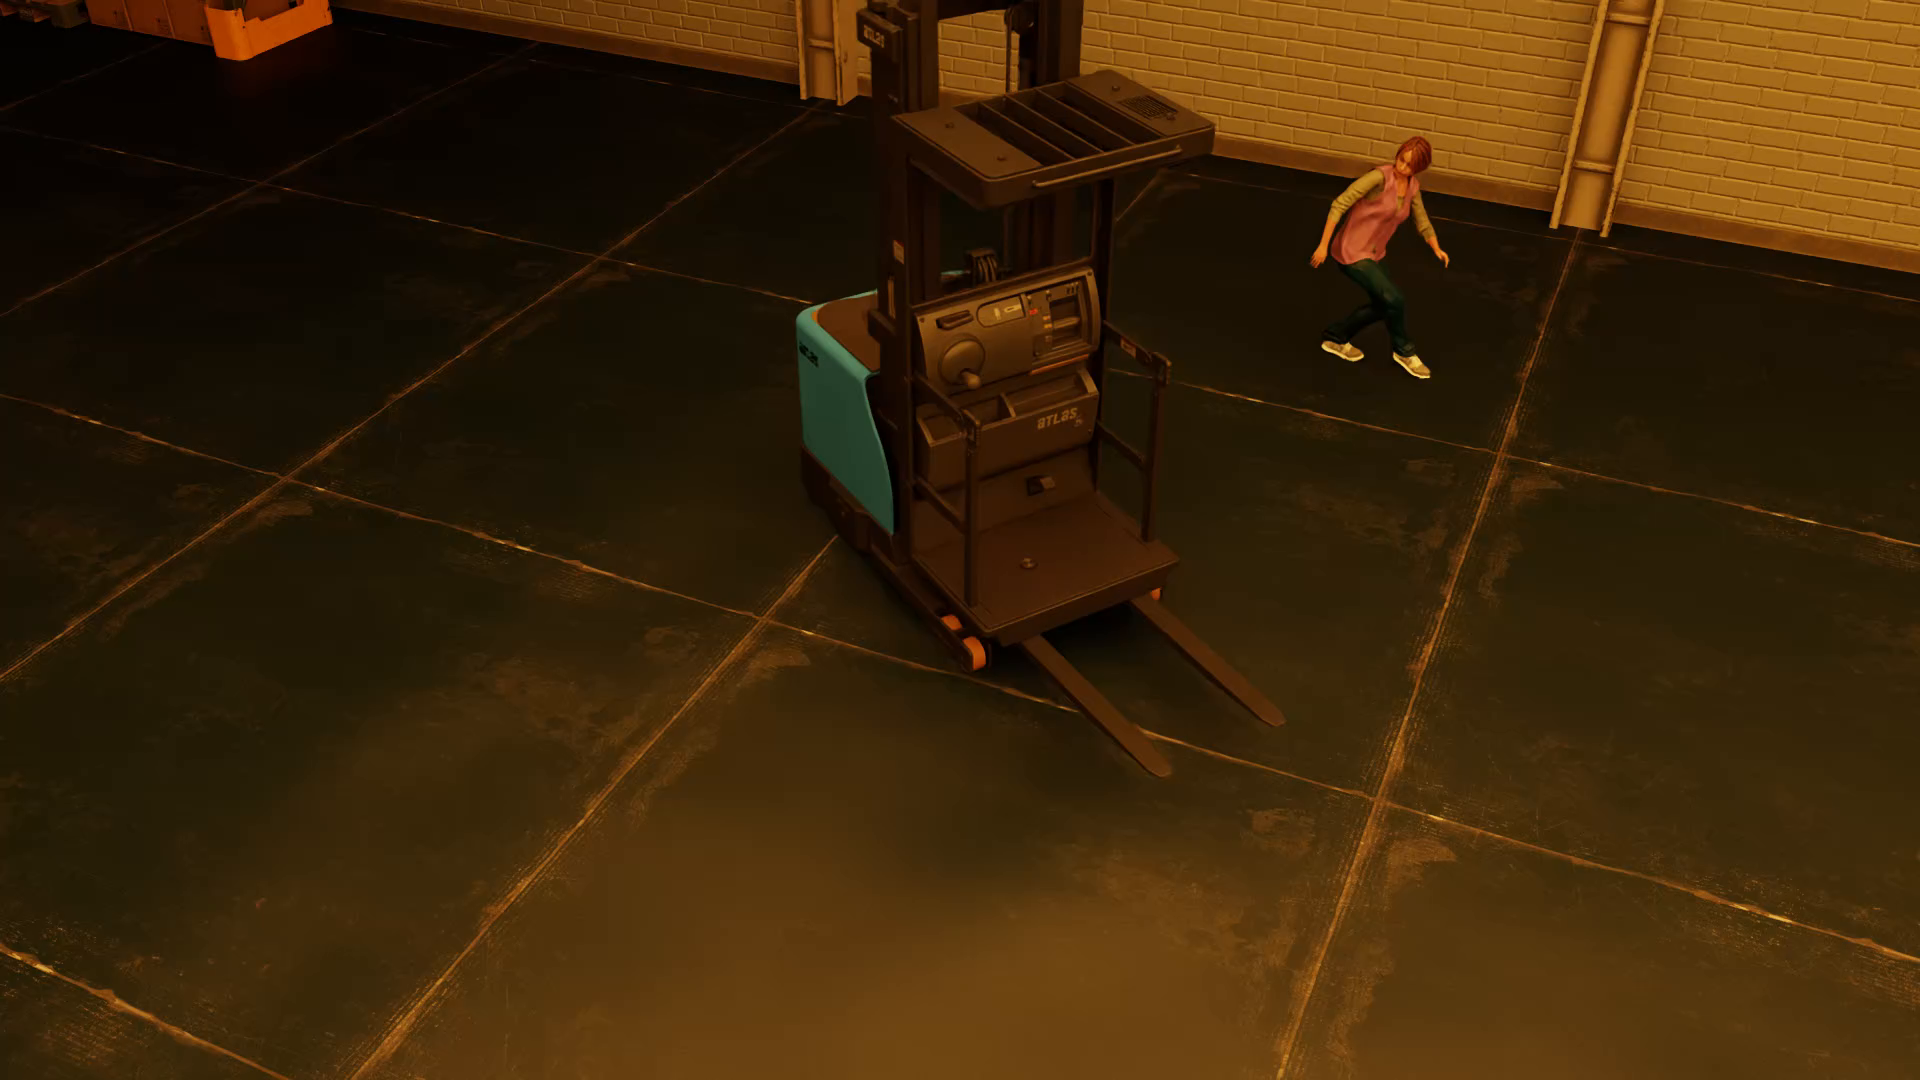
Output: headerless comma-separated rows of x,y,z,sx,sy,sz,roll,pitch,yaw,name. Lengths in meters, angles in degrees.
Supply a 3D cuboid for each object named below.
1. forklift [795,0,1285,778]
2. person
0.337,-0.887,7.330,1.130,2.935,3.031,-19,40,-25,forklift
2.455,-1.602,9.625,0.720,1.445,0.640,27,44,33,person
